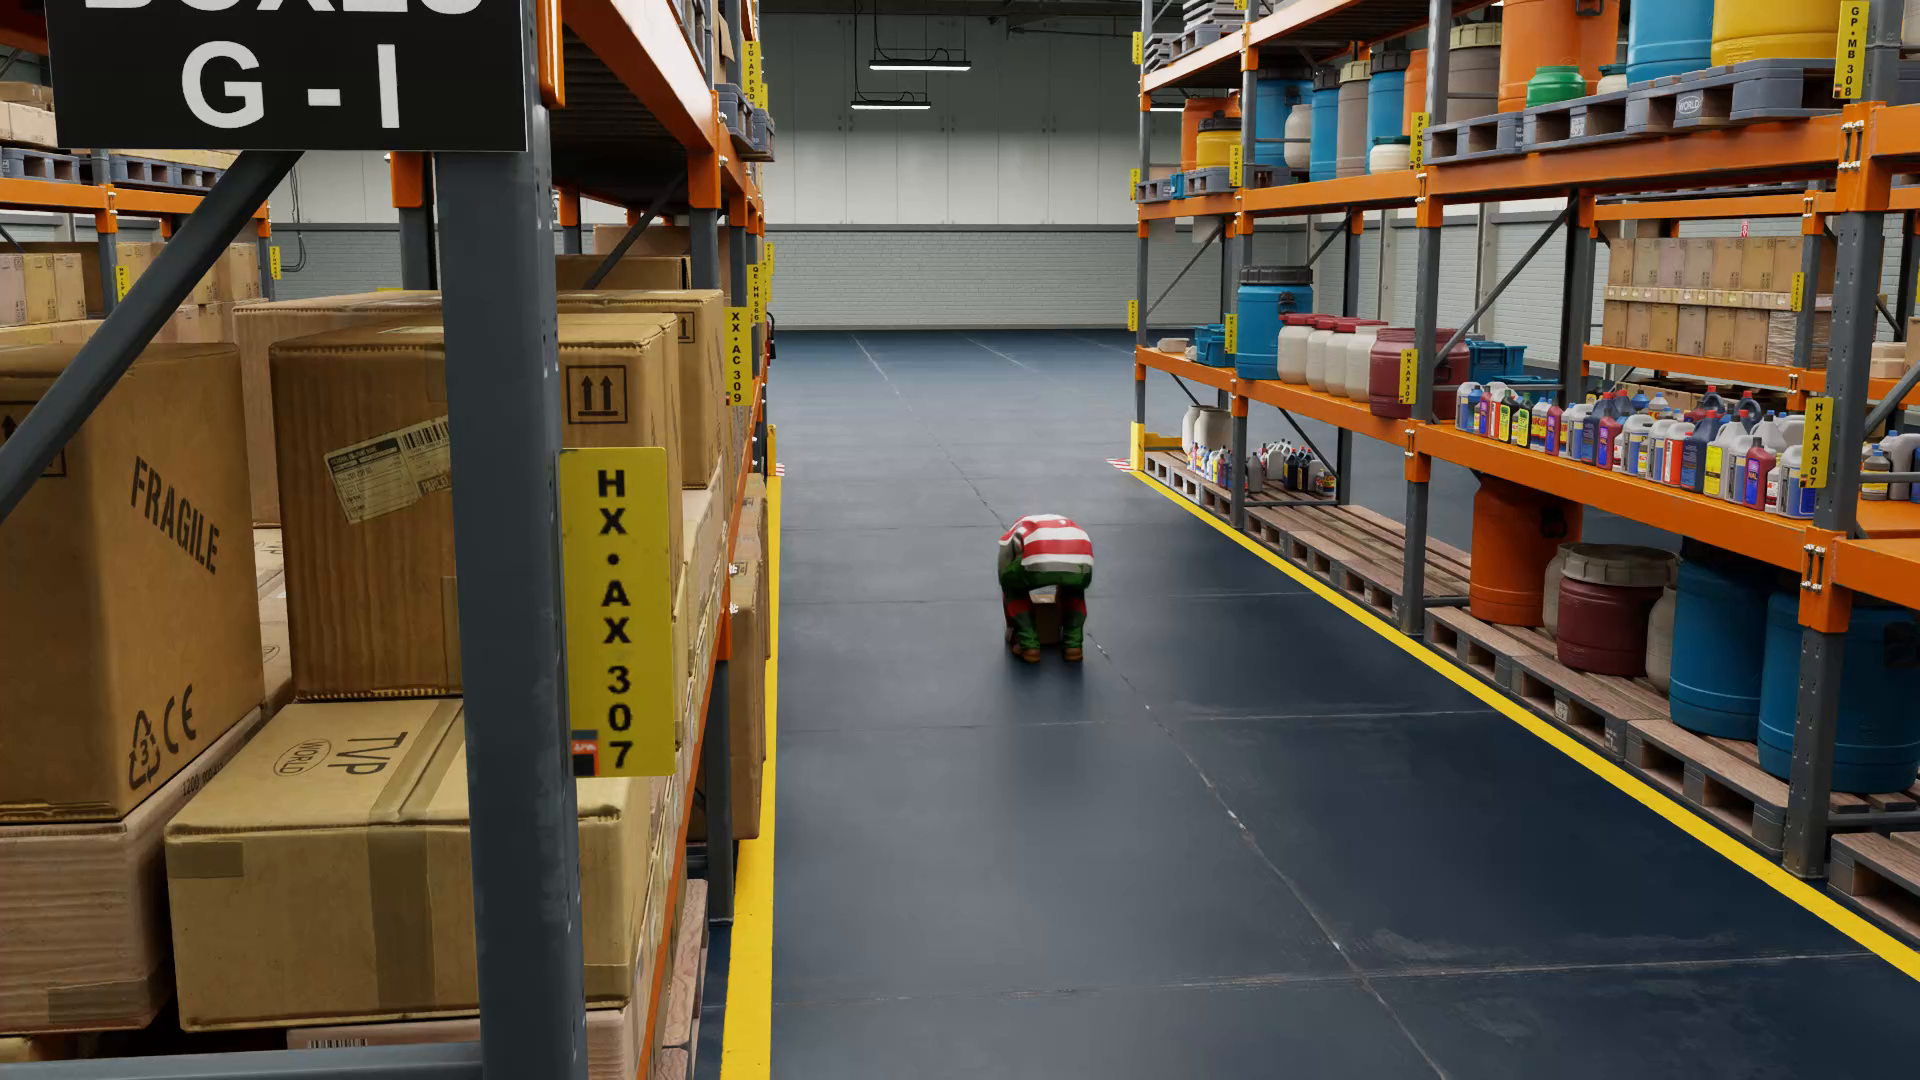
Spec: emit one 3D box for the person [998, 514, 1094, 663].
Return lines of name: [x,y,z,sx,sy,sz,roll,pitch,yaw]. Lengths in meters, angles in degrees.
person: [0.494,0.262,9.729,0.530,0.844,0.966,-1,10,-8]
